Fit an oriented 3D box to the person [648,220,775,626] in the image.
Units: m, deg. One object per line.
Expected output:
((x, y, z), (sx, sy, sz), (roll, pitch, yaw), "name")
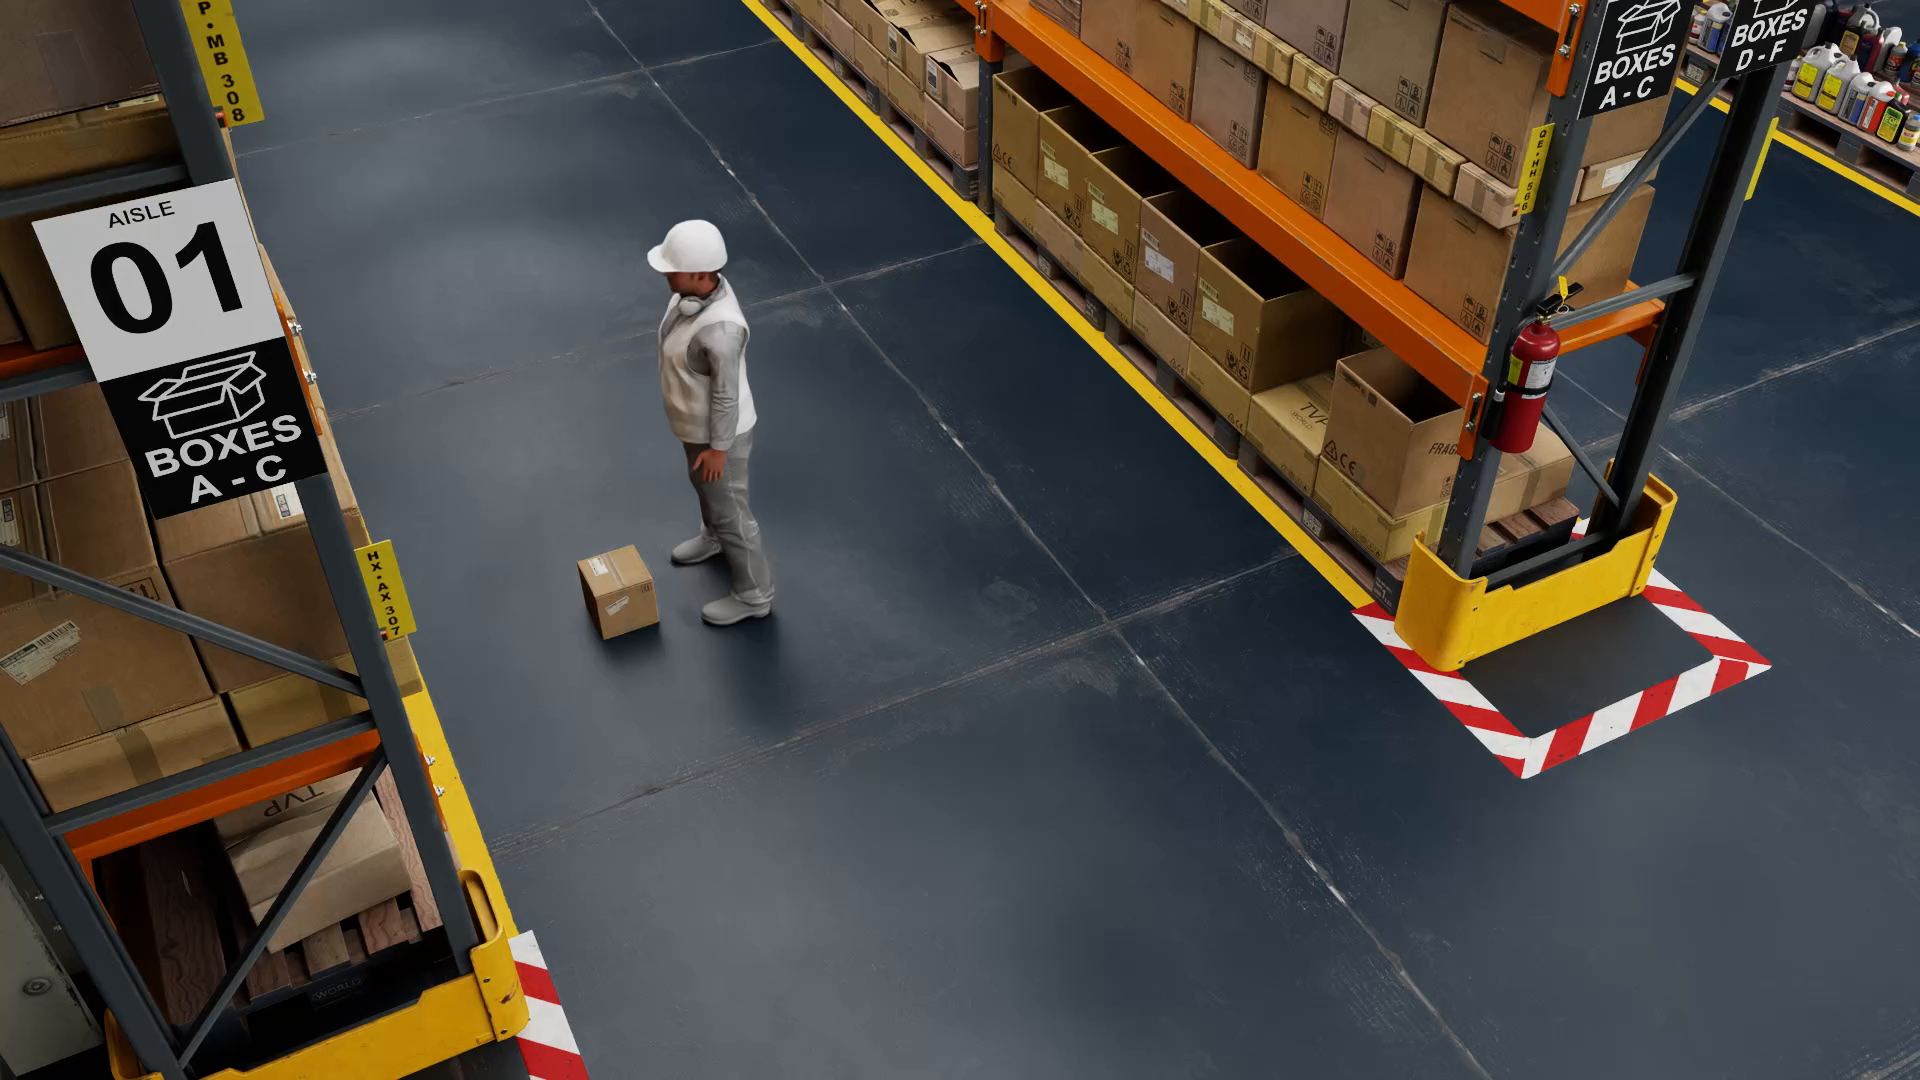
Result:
((-1.028, -0.488, 6.694), (0.394, 1.778, 0.589), (-12, 43, -14), "person")
